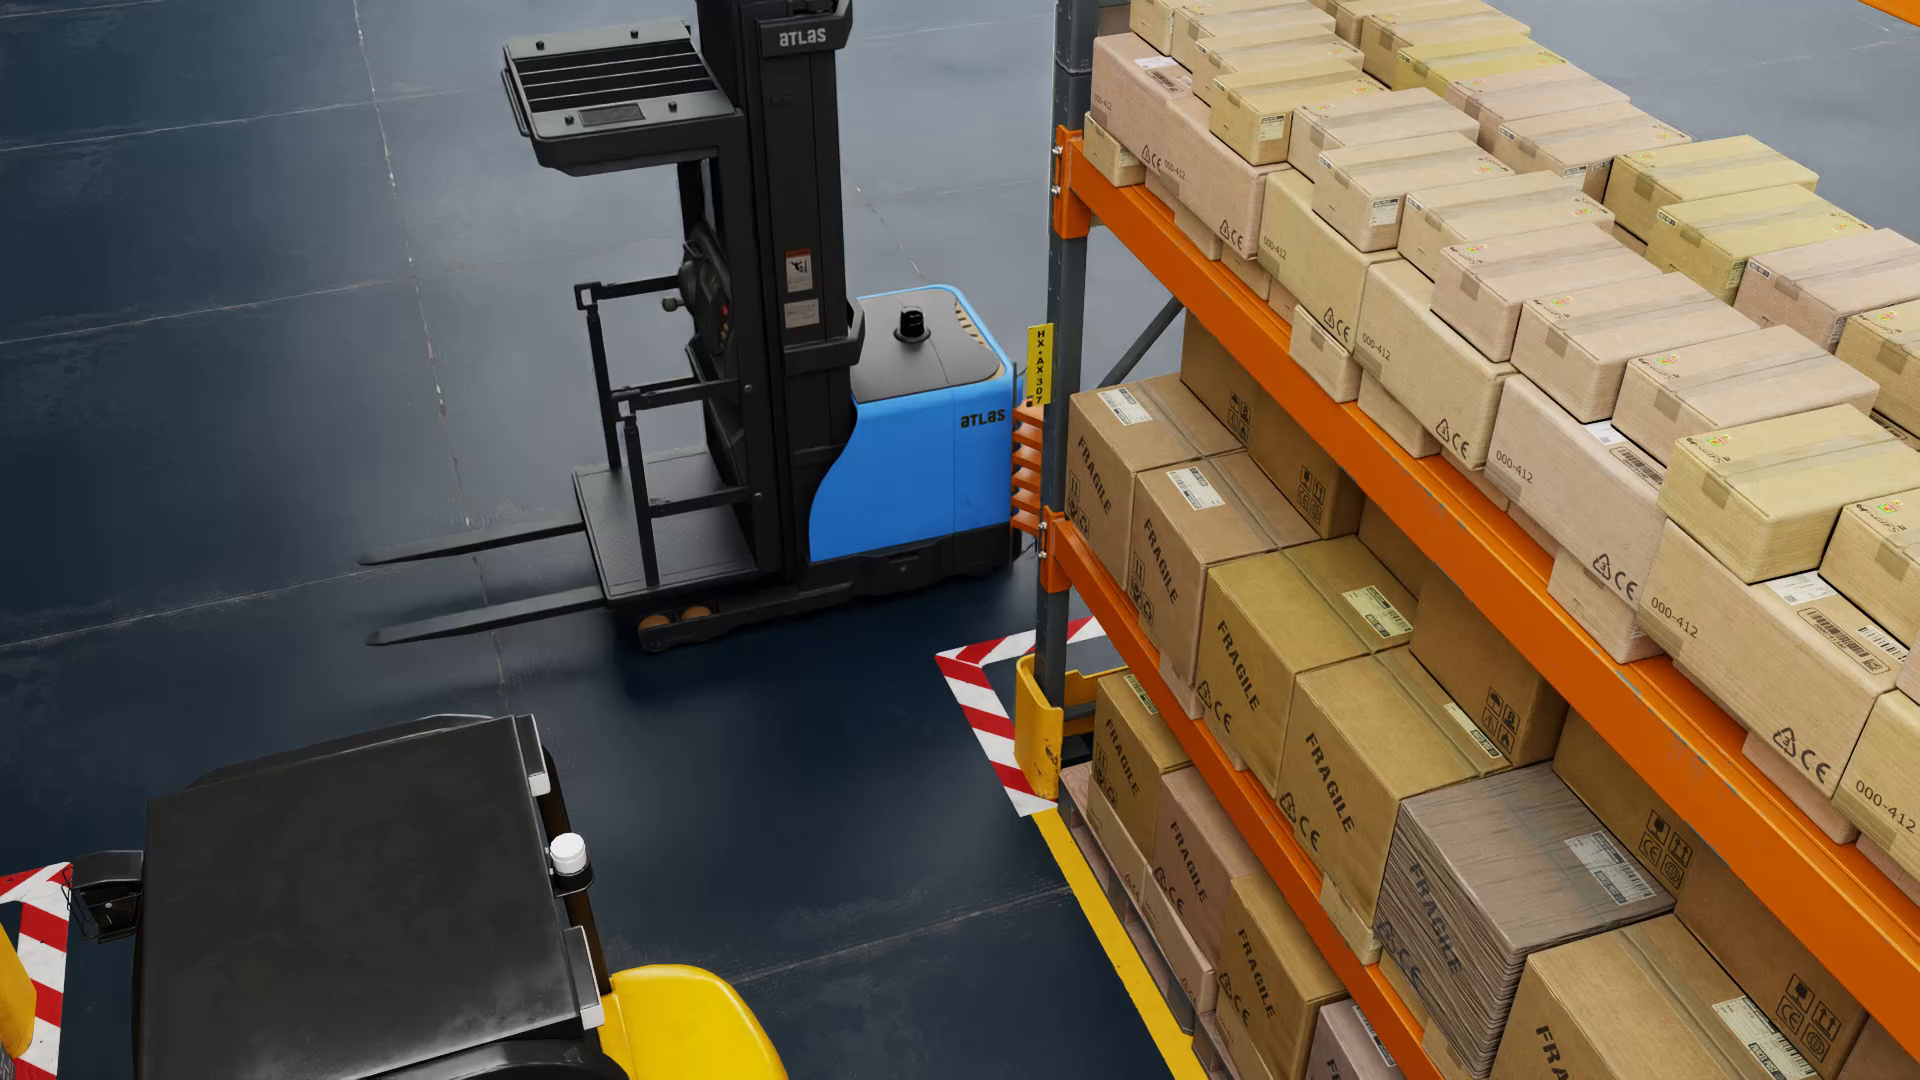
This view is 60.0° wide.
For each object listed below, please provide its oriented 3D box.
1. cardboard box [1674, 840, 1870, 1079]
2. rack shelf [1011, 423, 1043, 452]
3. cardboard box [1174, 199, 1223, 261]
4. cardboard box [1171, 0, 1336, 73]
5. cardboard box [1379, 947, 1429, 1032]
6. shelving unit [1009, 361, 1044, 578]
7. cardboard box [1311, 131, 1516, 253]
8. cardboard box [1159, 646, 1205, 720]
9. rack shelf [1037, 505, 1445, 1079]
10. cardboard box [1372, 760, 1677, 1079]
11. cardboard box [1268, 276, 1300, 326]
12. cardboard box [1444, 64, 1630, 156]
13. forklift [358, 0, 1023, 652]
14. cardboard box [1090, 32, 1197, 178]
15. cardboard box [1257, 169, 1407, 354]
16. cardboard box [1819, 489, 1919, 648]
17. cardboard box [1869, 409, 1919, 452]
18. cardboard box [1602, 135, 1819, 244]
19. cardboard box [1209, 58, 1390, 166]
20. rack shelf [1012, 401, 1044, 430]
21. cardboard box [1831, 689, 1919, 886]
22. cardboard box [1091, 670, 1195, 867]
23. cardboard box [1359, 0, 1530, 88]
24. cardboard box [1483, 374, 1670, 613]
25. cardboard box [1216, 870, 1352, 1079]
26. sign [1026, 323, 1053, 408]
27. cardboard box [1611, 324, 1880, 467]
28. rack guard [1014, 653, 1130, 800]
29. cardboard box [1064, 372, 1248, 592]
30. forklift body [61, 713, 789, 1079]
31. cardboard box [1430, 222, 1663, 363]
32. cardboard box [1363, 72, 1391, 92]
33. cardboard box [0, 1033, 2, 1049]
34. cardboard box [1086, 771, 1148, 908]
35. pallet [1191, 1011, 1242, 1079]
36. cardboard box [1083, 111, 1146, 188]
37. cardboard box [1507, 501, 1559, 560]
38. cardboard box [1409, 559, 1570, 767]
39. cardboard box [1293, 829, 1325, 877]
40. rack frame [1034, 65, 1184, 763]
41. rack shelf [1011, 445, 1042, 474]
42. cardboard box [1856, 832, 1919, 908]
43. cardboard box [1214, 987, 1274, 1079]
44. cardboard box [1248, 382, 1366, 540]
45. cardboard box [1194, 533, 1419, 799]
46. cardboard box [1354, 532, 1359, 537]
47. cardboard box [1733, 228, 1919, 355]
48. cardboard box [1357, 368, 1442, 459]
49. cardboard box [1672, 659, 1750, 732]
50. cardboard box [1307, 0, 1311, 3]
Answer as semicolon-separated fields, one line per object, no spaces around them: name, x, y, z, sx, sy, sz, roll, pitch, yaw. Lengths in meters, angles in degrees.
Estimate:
cardboard box;2.066;0.735;3.619;0.700;0.500;0.500;-12;39;-16
rack shelf;0.381;-0.477;7.561;0.180;0.103;0.258;24;43;28
cardboard box;0.835;-0.936;4.716;0.380;0.149;0.250;-11;38;-15
cardboard box;0.825;-1.414;4.687;0.380;0.149;0.250;-13;39;-16
cardboard box;1.359;1.138;4.455;0.380;0.149;0.250;-13;39;-17
shelving unit;0.381;-0.321;7.679;0.189;1.200;0.258;24;43;28
cardboard box;1.058;-0.818;3.896;0.380;0.149;0.250;-11;38;-15
cardboard box;0.874;0.414;5.415;0.380;0.149;0.250;-12;39;-15
rack shelf;1.481;1.037;4.978;1.077;0.370;4.000;-12;39;-16
cardboard box;1.416;0.940;4.179;0.500;0.500;0.500;-11;38;-15
cardboard box;1.038;-0.653;4.339;0.380;0.149;0.250;-14;39;-17
cardboard box;1.460;-1.079;4.242;0.380;0.149;0.250;-12;39;-16
forklift;-1.276;-1.021;7.170;3.031;2.935;1.130;-12;39;-15
cardboard box;0.715;-1.298;4.864;0.500;0.250;0.500;-13;39;-17
cardboard box;1.080;-0.724;4.103;0.500;0.250;0.500;-11;38;-15
cardboard box;1.688;0.033;2.766;0.380;0.149;0.250;-12;38;-15
cardboard box;1.928;-0.258;3.483;0.500;0.250;0.500;-12;39;-16
cardboard box;1.745;-0.807;3.881;0.380;0.149;0.250;-11;38;-15
cardboard box;0.869;-1.103;4.274;0.380;0.149;0.250;-13;39;-16
rack shelf;0.381;-0.573;7.489;0.180;0.103;0.258;24;43;28
cardboard box;1.763;0.428;2.573;0.500;0.250;0.500;-13;39;-16
cardboard box;0.819;0.777;6.038;0.500;0.500;0.500;-14;39;-17
cardboard box;1.344;-1.372;4.632;0.380;0.149;0.250;-13;39;-16
cardboard box;1.427;-0.147;3.337;0.500;0.250;0.500;-13;39;-17
cardboard box;1.168;1.357;5.268;0.500;0.500;0.500;-12;39;-15
sign;0.283;-0.613;5.851;0.100;0.325;0.005;-12;39;-16
cardboard box;1.482;-0.256;3.149;0.380;0.149;0.250;-13;39;-17
rack guard;0.818;0.662;6.956;1.175;0.500;0.348;-12;39;-16
cardboard box;0.695;-0.214;5.710;0.500;0.500;0.500;-13;39;-17
forklift body;-1.501;1.682;4.229;2.313;2.155;1.214;-12;39;-16
cardboard box;1.232;-0.526;3.509;0.380;0.149;0.250;-12;39;-15
cardboard box;1.381;-1.116;4.623;0.500;0.250;0.500;-13;39;-17
cardboard box;-3.409;1.781;5.329;0.500;0.250;0.500;-12;39;-16
cardboard box;0.810;1.064;6.281;0.500;0.250;0.500;-13;39;-16
pallet;1.481;1.931;5.511;1.003;0.211;1.213;-12;39;-16
cardboard box;0.602;-1.223;5.096;0.380;0.149;0.250;-12;39;-16
cardboard box;1.423;-0.081;3.581;0.380;0.149;0.250;-12;39;-15
cardboard box;1.654;0.170;4.370;0.700;0.500;0.500;-13;39;-16
cardboard box;1.205;0.846;4.843;0.380;0.149;0.250;-13;39;-17
rack frame;0.792;-0.380;6.261;1.000;3.000;0.127;-12;39;-16
rack shelf;0.381;-0.381;7.633;0.180;0.103;0.258;24;43;28
cardboard box;1.770;0.506;2.801;0.380;0.149;0.250;-12;39;-15
cardboard box;1.178;1.659;5.490;0.500;0.250;0.500;-10;38;-13
cardboard box;1.340;-0.407;5.136;0.700;0.500;0.500;-12;39;-16
cardboard box;1.053;0.366;4.941;0.500;0.500;0.500;-13;39;-17
cardboard box;1.406;-0.005;5.433;0.500;0.500;0.500;-12;39;-16
cardboard box;1.867;-0.506;3.482;0.380;0.149;0.250;-13;39;-17
cardboard box;1.179;-0.353;3.942;0.380;0.149;0.250;-13;39;-17
cardboard box;1.616;0.213;3.189;0.380;0.149;0.250;-14;39;-17
cardboard box;1.186;-1.666;5.022;0.380;0.149;0.250;-12;39;-16
